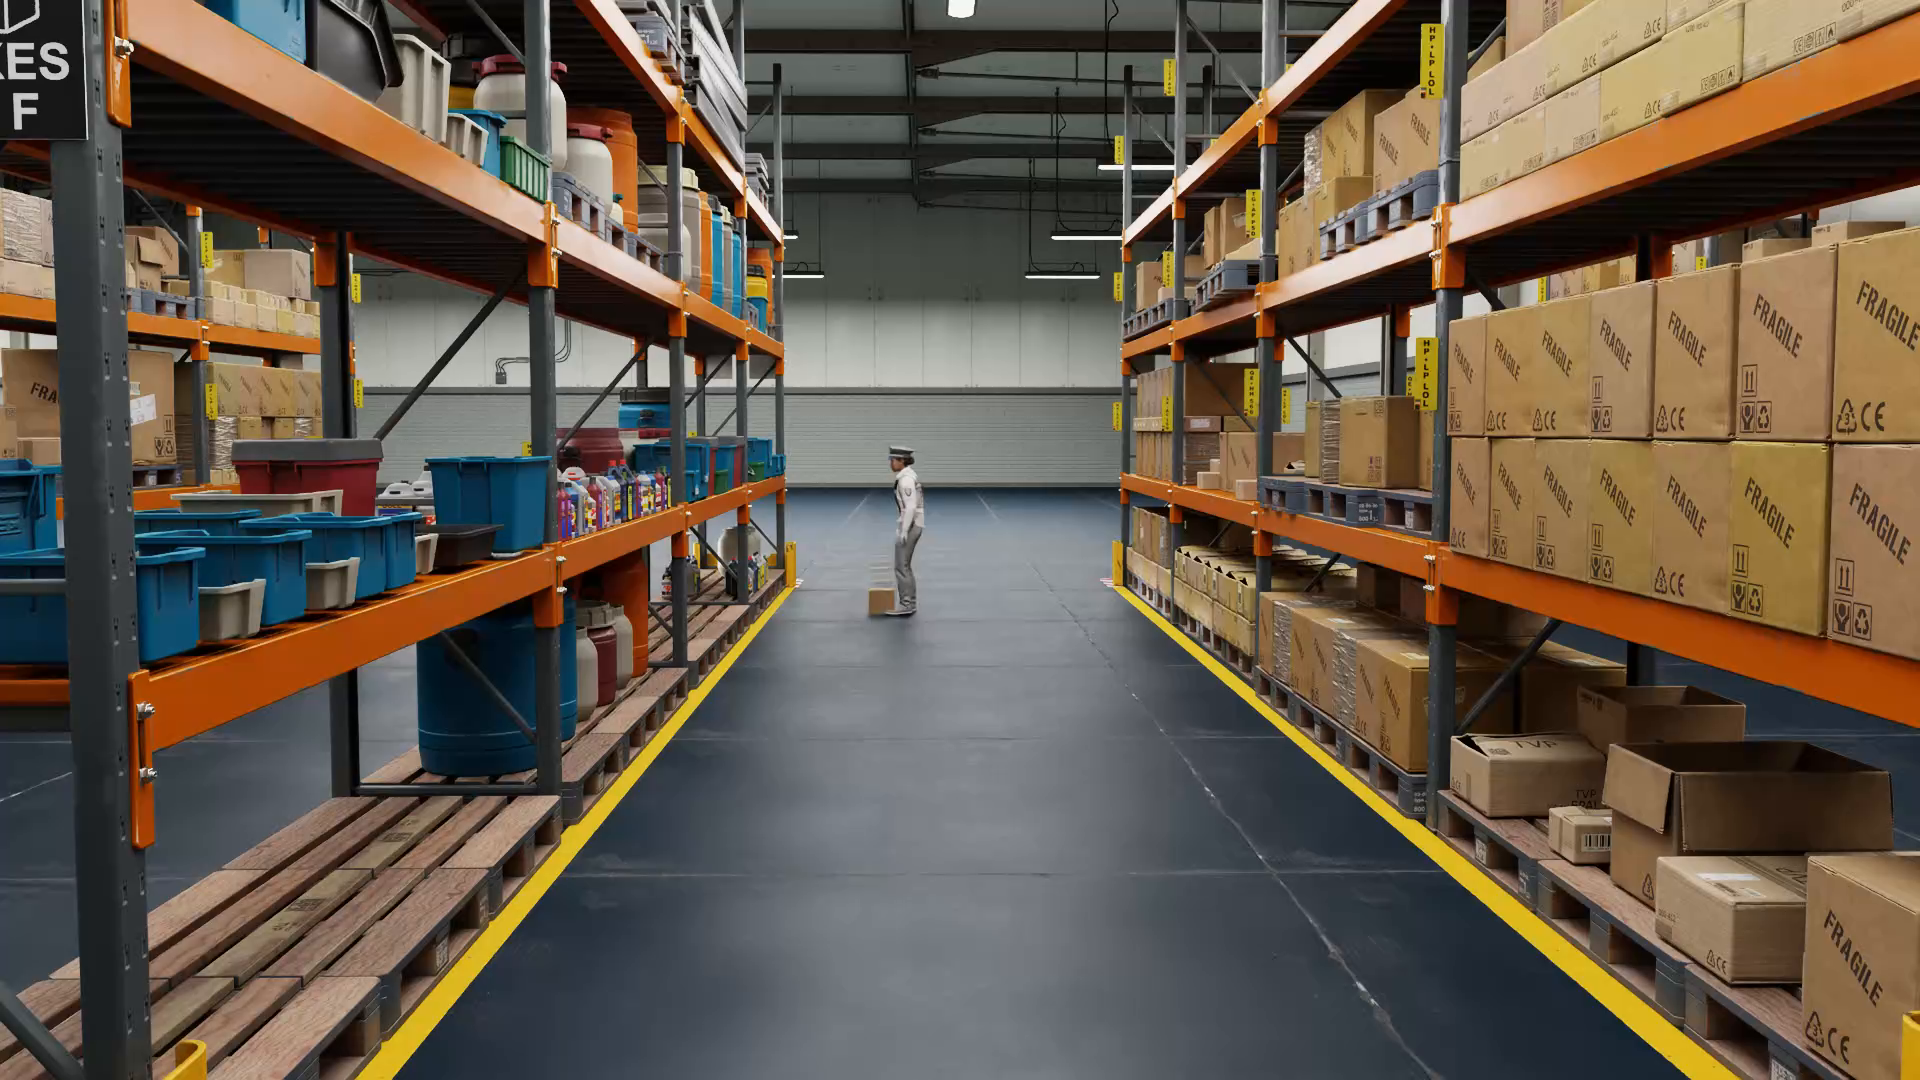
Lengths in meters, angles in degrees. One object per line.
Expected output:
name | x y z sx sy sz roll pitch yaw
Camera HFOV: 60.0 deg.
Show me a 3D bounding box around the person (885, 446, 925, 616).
person | -0.553 -0.096 16.402 0.413 1.663 0.523 0 4 -4
